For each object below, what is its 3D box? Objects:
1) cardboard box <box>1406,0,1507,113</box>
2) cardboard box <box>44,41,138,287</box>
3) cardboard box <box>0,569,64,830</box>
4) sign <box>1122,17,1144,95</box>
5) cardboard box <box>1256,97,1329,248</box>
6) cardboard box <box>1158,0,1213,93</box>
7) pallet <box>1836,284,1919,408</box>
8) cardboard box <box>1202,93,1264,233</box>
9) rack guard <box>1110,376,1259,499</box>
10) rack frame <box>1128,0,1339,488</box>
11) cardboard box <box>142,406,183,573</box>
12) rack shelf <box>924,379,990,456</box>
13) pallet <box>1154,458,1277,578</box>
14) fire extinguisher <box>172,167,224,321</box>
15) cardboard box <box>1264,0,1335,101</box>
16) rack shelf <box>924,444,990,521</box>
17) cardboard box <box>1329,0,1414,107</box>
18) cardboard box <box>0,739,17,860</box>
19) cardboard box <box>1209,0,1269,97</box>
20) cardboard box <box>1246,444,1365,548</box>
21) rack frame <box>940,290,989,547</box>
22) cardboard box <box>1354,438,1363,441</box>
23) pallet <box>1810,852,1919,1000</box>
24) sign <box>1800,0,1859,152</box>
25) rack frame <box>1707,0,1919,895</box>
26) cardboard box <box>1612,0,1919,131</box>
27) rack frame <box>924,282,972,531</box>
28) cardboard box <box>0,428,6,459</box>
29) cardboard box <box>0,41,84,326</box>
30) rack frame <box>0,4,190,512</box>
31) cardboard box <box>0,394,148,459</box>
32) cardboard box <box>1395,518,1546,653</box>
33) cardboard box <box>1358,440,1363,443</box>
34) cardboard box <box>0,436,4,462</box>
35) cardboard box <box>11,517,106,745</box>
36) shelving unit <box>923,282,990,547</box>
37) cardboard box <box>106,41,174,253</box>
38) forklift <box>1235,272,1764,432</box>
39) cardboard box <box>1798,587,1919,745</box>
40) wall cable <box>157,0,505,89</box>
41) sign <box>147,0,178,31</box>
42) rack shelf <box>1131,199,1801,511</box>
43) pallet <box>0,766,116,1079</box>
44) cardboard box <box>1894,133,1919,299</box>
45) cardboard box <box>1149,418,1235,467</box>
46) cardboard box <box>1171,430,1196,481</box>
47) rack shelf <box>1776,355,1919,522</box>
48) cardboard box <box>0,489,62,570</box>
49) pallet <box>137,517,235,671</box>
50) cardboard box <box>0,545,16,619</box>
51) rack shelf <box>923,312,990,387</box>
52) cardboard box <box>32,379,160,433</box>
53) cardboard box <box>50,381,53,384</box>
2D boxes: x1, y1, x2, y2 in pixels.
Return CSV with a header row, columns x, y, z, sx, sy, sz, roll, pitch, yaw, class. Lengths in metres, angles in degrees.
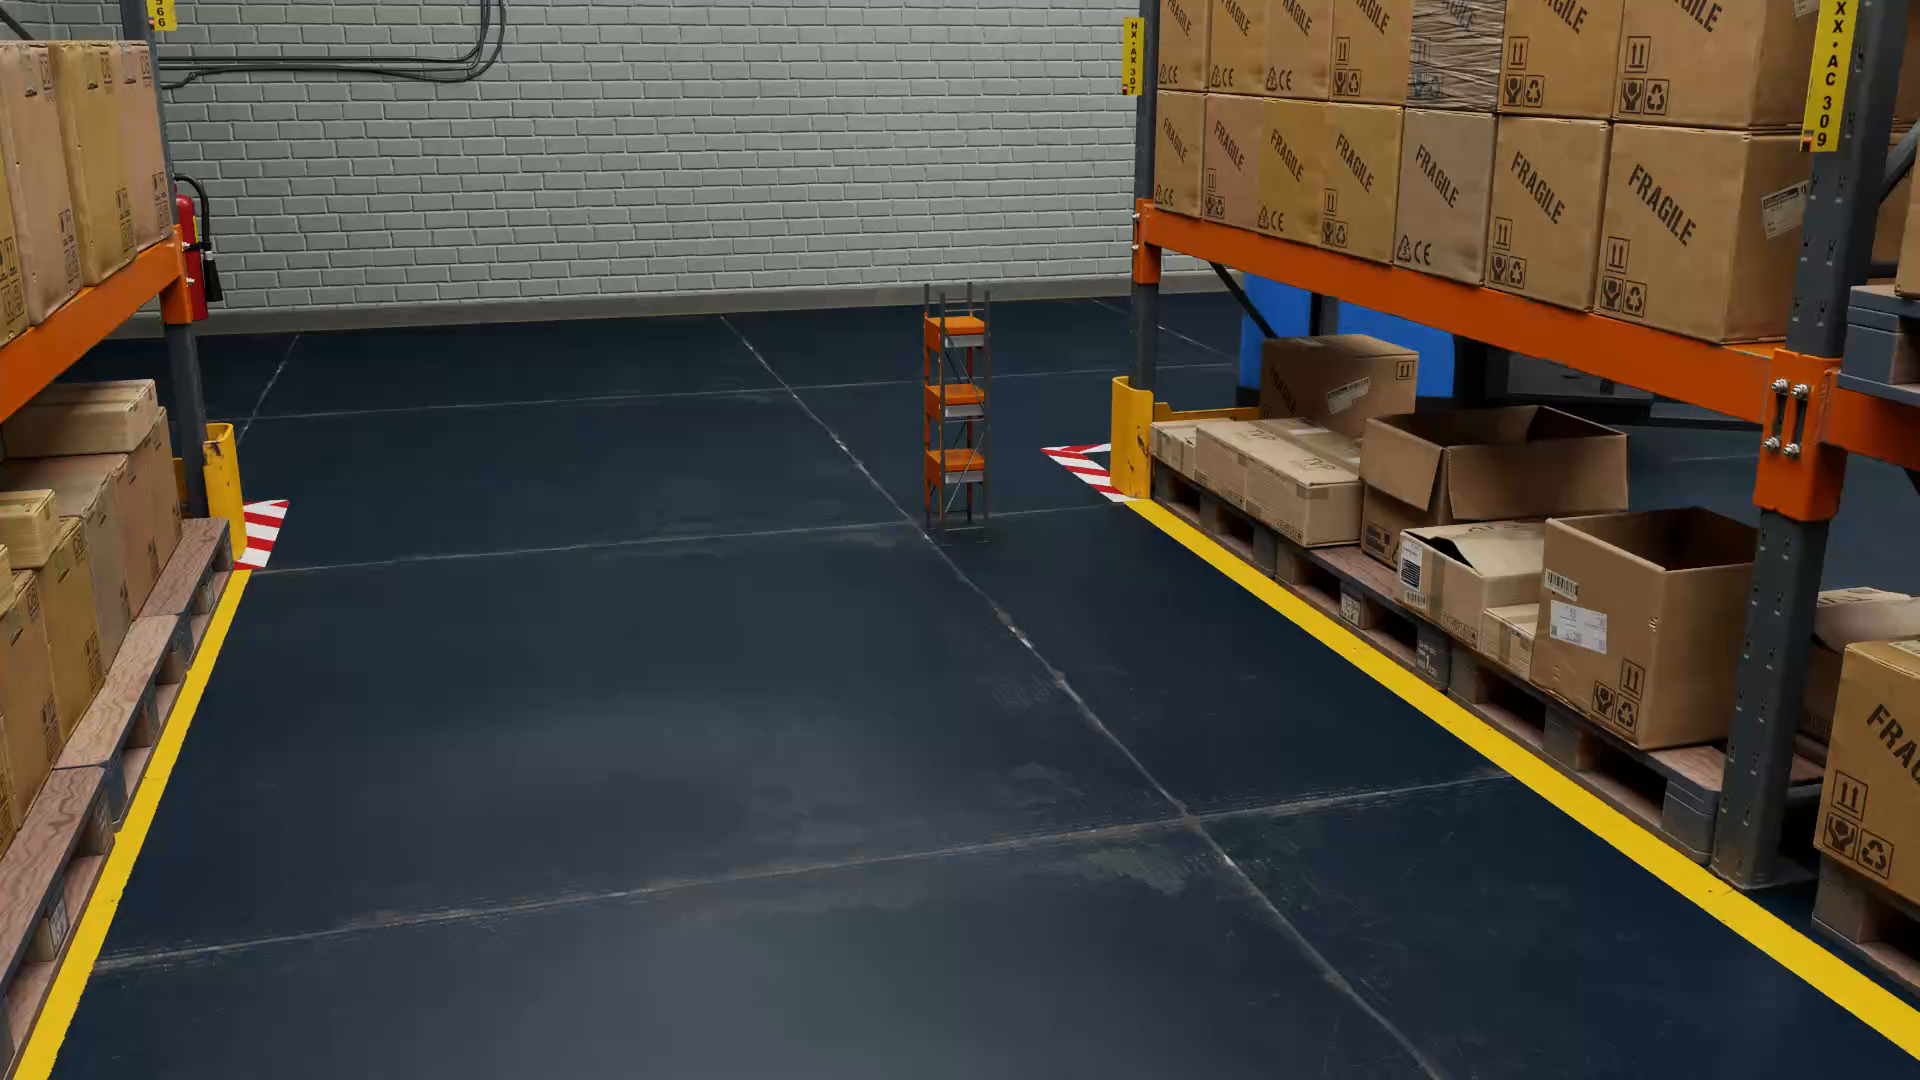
x,y,z,sx,sy,sz,roll,pitch,yaw,class
1.707,-1.553,4.996,0.500,0.500,0.500,-5,17,-15,cardboard box
-3.124,-1.143,5.021,0.980,0.700,0.700,-5,17,-16,cardboard box
-2.627,0.409,3.993,0.700,0.500,0.500,-5,17,-16,cardboard box
0.756,-2.104,7.238,0.100,0.325,0.005,-5,17,-15,sign
1.428,-1.355,6.076,0.500,0.500,0.500,-5,17,-15,cardboard box
1.146,-2.115,6.869,0.500,0.500,0.500,-4,17,-14,cardboard box
2.492,-0.304,3.085,1.003,0.211,1.213,-5,17,-15,pallet
1.293,-1.494,6.539,0.500,0.500,0.500,-5,17,-16,cardboard box
1.299,-0.514,7.795,1.175,0.500,0.348,-5,17,-15,rack guard
1.278,-1.732,7.505,1.000,3.000,0.127,-5,17,-15,rack frame
-3.196,-0.158,5.879,0.700,0.500,0.500,-5,17,-15,cardboard box
-0.015,-0.507,6.853,0.215,0.259,0.240,-5,17,-15,rack shelf
1.519,-0.155,7.102,1.003,0.211,1.213,-5,17,-15,pallet
-3.082,-1.202,6.523,0.296,0.674,0.183,-5,17,-15,fire extinguisher
1.430,-1.833,5.927,0.500,0.500,0.500,-4,17,-14,cardboard box
-0.015,-0.241,6.933,0.215,0.259,0.240,-5,17,-15,rack shelf
1.570,-1.692,5.460,0.500,0.500,0.500,-5,17,-16,cardboard box
-2.492,0.548,3.529,0.700,0.500,0.500,-4,17,-15,cardboard box
1.297,-1.971,6.389,0.500,0.500,0.500,-5,17,-15,cardboard box
1.429,-0.177,6.341,0.500,0.250,0.500,-5,17,-15,cardboard box
0.019,-0.484,6.738,0.200,1.050,0.008,-5,17,-15,rack frame
1.689,-0.336,7.017,0.380,0.166,0.250,-5,17,-15,cardboard box
2.637,0.932,3.484,1.003,0.211,1.213,-5,17,-15,pallet
1.857,-0.995,3.547,0.100,0.325,0.005,-5,17,-15,sign
2.377,-0.626,3.822,1.000,3.000,0.127,-5,17,-15,rack frame
1.989,-1.272,4.061,0.500,0.500,0.500,-5,17,-15,cardboard box
-0.048,-0.551,6.963,0.200,1.050,0.008,-5,17,-15,rack frame
-3.282,-0.347,5.382,0.380,0.149,0.250,-5,17,-15,cardboard box
-2.923,-0.931,4.316,0.980,0.700,0.700,-6,18,-18,cardboard box
-3.481,-1.340,6.199,0.949,2.616,0.053,-5,17,-15,rack frame
-2.914,-0.377,5.480,0.380,0.149,0.250,-4,17,-14,cardboard box
1.742,0.108,5.286,0.500,0.311,0.500,-5,17,-15,cardboard box
1.896,-0.230,6.519,0.500,0.250,0.500,-5,17,-15,cardboard box
-3.214,-0.278,5.151,0.380,0.149,0.250,-5,17,-15,cardboard box
-2.766,0.266,4.466,0.700,0.500,0.500,-4,17,-14,cardboard box
-0.015,-0.518,6.850,0.215,1.050,0.252,-5,17,-15,shelving unit
-3.334,-1.343,5.688,0.980,0.700,0.700,-4,17,-13,cardboard box
2.990,-1.923,8.259,3.031,2.935,1.130,4,17,13,forklift
2.470,0.318,4.589,0.500,0.311,0.500,-5,17,-15,cardboard box
-4.695,-4.318,11.084,3.097,2.526,0.112,-5,17,-15,wall cable
-2.959,-2.047,6.127,0.100,0.325,0.005,-5,17,-15,sign
1.827,-0.835,5.767,1.077,0.370,4.000,-5,17,-15,rack shelf
-2.519,0.886,3.636,1.003,0.211,1.213,-5,17,-15,pallet
2.292,-0.726,3.252,0.700,0.500,0.500,-12,20,-34,cardboard box
1.062,-0.435,7.376,0.380,0.149,0.250,-5,17,-15,cardboard box
1.131,-0.374,7.143,0.380,0.166,0.250,-5,17,-15,cardboard box
2.927,0.272,2.084,1.077,0.370,4.000,-5,17,-15,rack shelf
-2.554,-0.016,4.280,0.380,0.149,0.250,-5,17,-17,cardboard box
-3.189,0.211,5.883,1.003,0.211,1.213,-5,17,-15,pallet
-2.411,0.128,3.799,0.380,0.149,0.250,-4,17,-13,cardboard box
-0.015,-0.779,6.772,0.215,0.259,0.240,-5,17,-15,rack shelf
-2.985,-0.447,5.715,0.380,0.149,0.250,-5,17,-16,cardboard box
-3.422,-0.487,5.848,0.380,0.149,0.250,-5,17,-15,cardboard box
